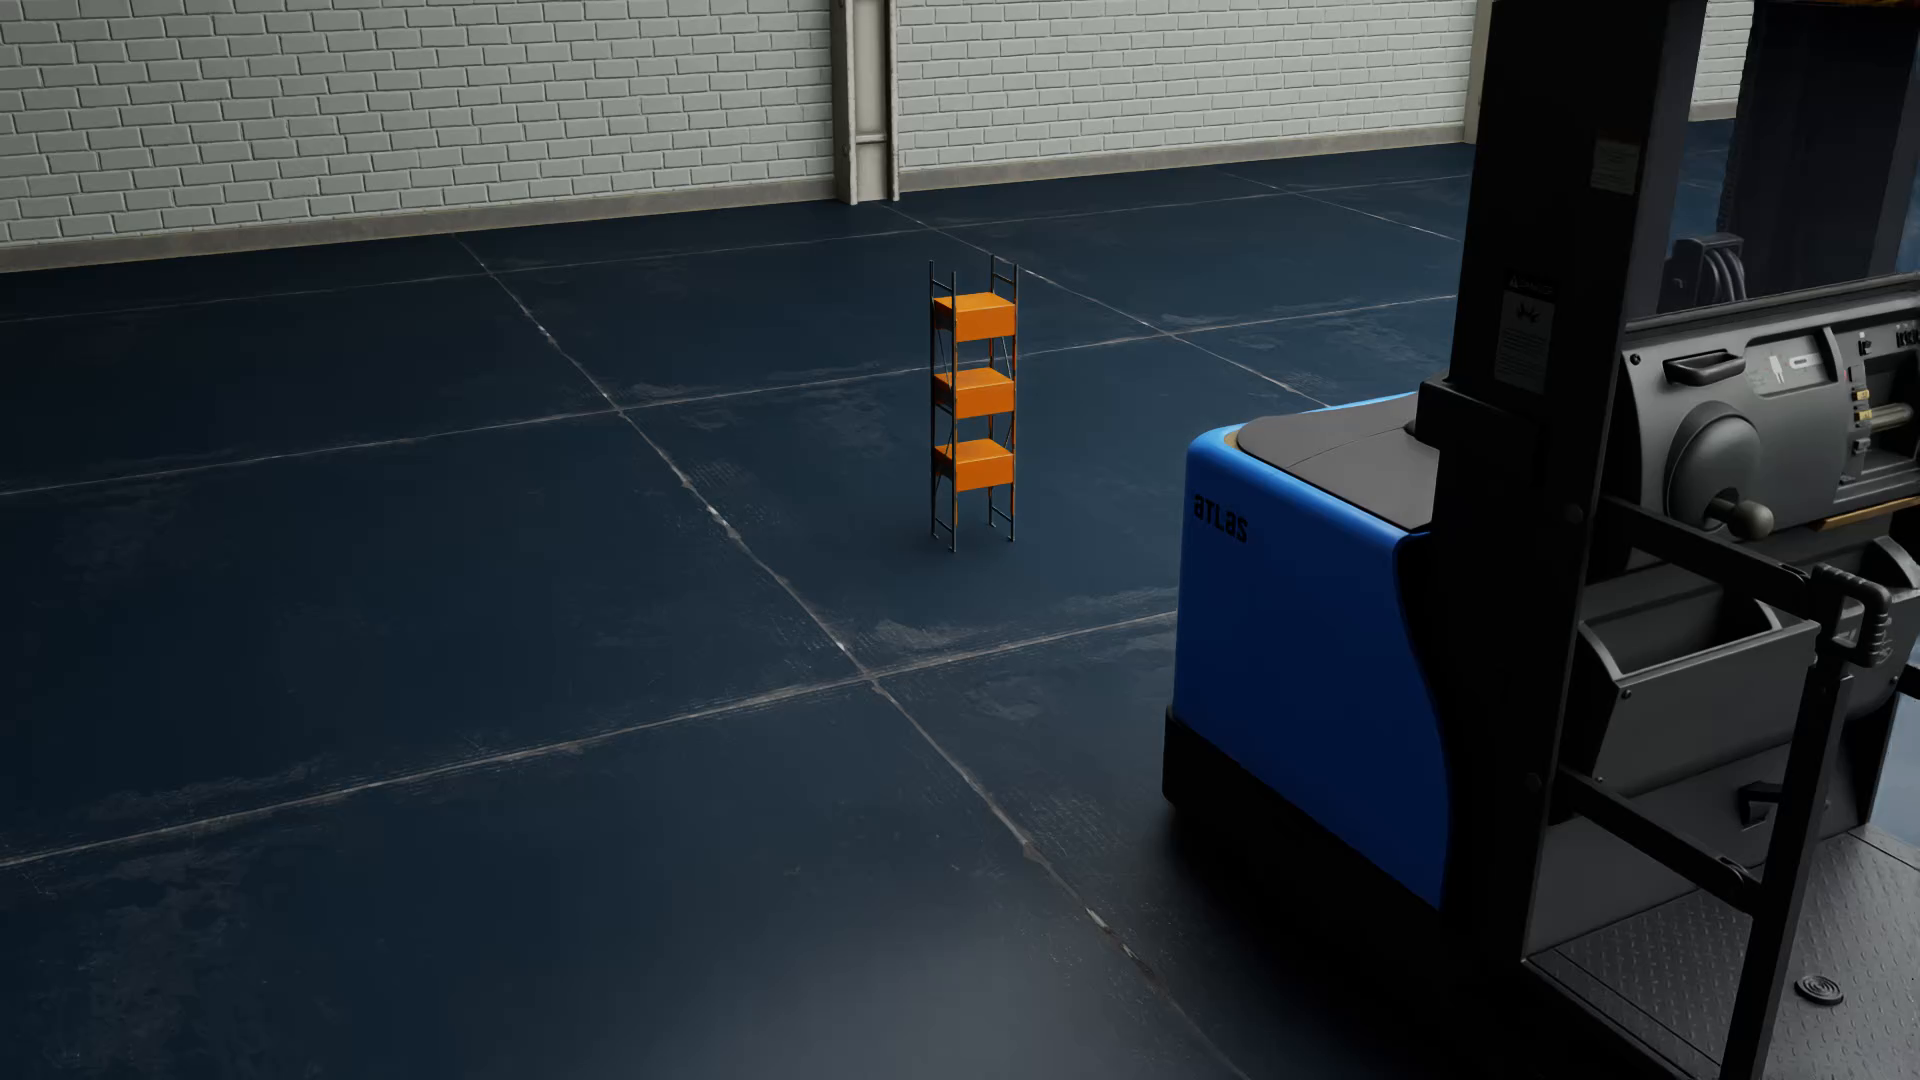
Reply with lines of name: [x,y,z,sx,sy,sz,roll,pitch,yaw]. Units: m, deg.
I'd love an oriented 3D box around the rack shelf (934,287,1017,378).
rack shelf: [0.048,-0.746,5.966,0.240,0.259,0.215,-10,25,-24]

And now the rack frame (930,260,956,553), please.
rack frame: [-0.062,-0.474,6.022,0.008,1.050,0.200,-10,25,-24]

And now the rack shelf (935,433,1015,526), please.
rack shelf: [0.048,-0.227,6.181,0.240,0.259,0.215,-10,25,-24]

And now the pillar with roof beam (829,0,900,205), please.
pillar with roof beam: [1.176,-5.217,7.087,0.400,9.000,9.100,-10,25,-24]

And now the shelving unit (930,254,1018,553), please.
shelving unit: [0.048,-0.494,6.071,0.252,1.050,0.215,-10,25,-24]

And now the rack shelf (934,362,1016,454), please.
rack shelf: [0.048,-0.484,6.075,0.240,0.259,0.215,-10,25,-24]

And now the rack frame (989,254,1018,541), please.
rack frame: [0.158,-0.514,6.120,0.008,1.050,0.200,-10,25,-24]

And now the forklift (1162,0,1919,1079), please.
forklift: [1.680,-0.218,2.943,1.130,2.935,3.031,-12,25,-26]

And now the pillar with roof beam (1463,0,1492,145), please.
pillar with roof beam: [6.582,-6.212,9.492,0.400,9.000,9.100,-10,25,-24]
